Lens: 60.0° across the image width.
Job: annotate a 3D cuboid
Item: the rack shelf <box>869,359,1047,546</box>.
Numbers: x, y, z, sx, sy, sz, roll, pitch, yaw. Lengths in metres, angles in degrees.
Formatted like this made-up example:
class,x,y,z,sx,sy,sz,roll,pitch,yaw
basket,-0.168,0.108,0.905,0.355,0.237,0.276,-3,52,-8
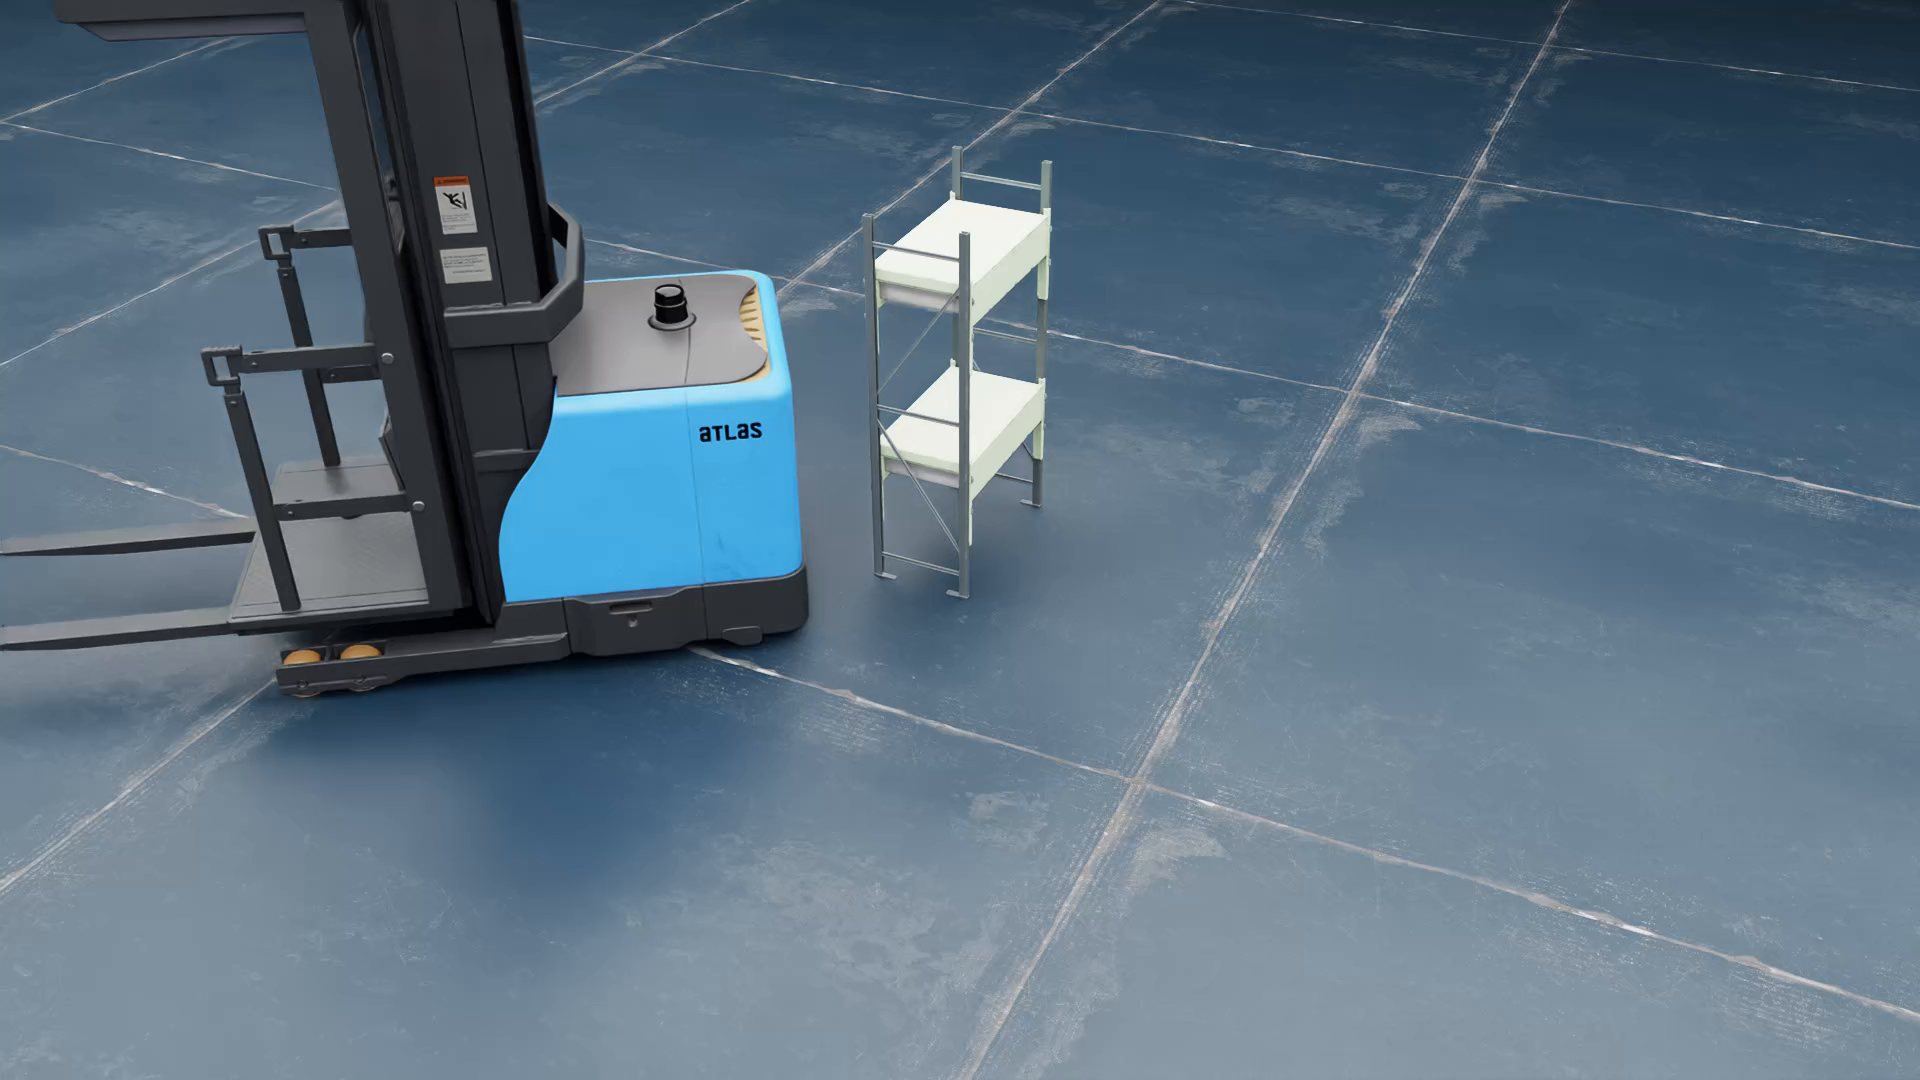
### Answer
class,x,y,z,sx,sy,sz,roll,pitch,yaw
rack shelf,0.003,-0.358,6.523,0.431,0.370,0.720,14,36,20

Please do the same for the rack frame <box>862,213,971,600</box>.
class,x,y,z,sx,sy,sz,roll,pitch,yaw
rack frame,-0.150,-0.448,6.066,0.400,1.500,0.023,14,36,20

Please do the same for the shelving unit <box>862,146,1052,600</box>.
class,x,y,z,sx,sy,sz,roll,pitch,yaw
shelving unit,0.003,-0.631,6.344,0.431,1.500,0.755,14,36,20

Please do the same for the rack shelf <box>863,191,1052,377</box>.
class,x,y,z,sx,sy,sz,roll,pitch,yaw
rack shelf,0.003,-0.957,6.130,0.431,0.370,0.720,14,36,20

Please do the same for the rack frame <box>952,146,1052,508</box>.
class,x,y,z,sx,sy,sz,roll,pitch,yaw
rack frame,0.156,-0.813,6.622,0.400,1.500,0.023,14,36,20

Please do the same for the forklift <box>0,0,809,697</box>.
class,x,y,z,sx,sy,sz,roll,pitch,yaw
forklift,-2.126,-0.981,5.573,3.031,2.935,1.130,-5,34,-8
